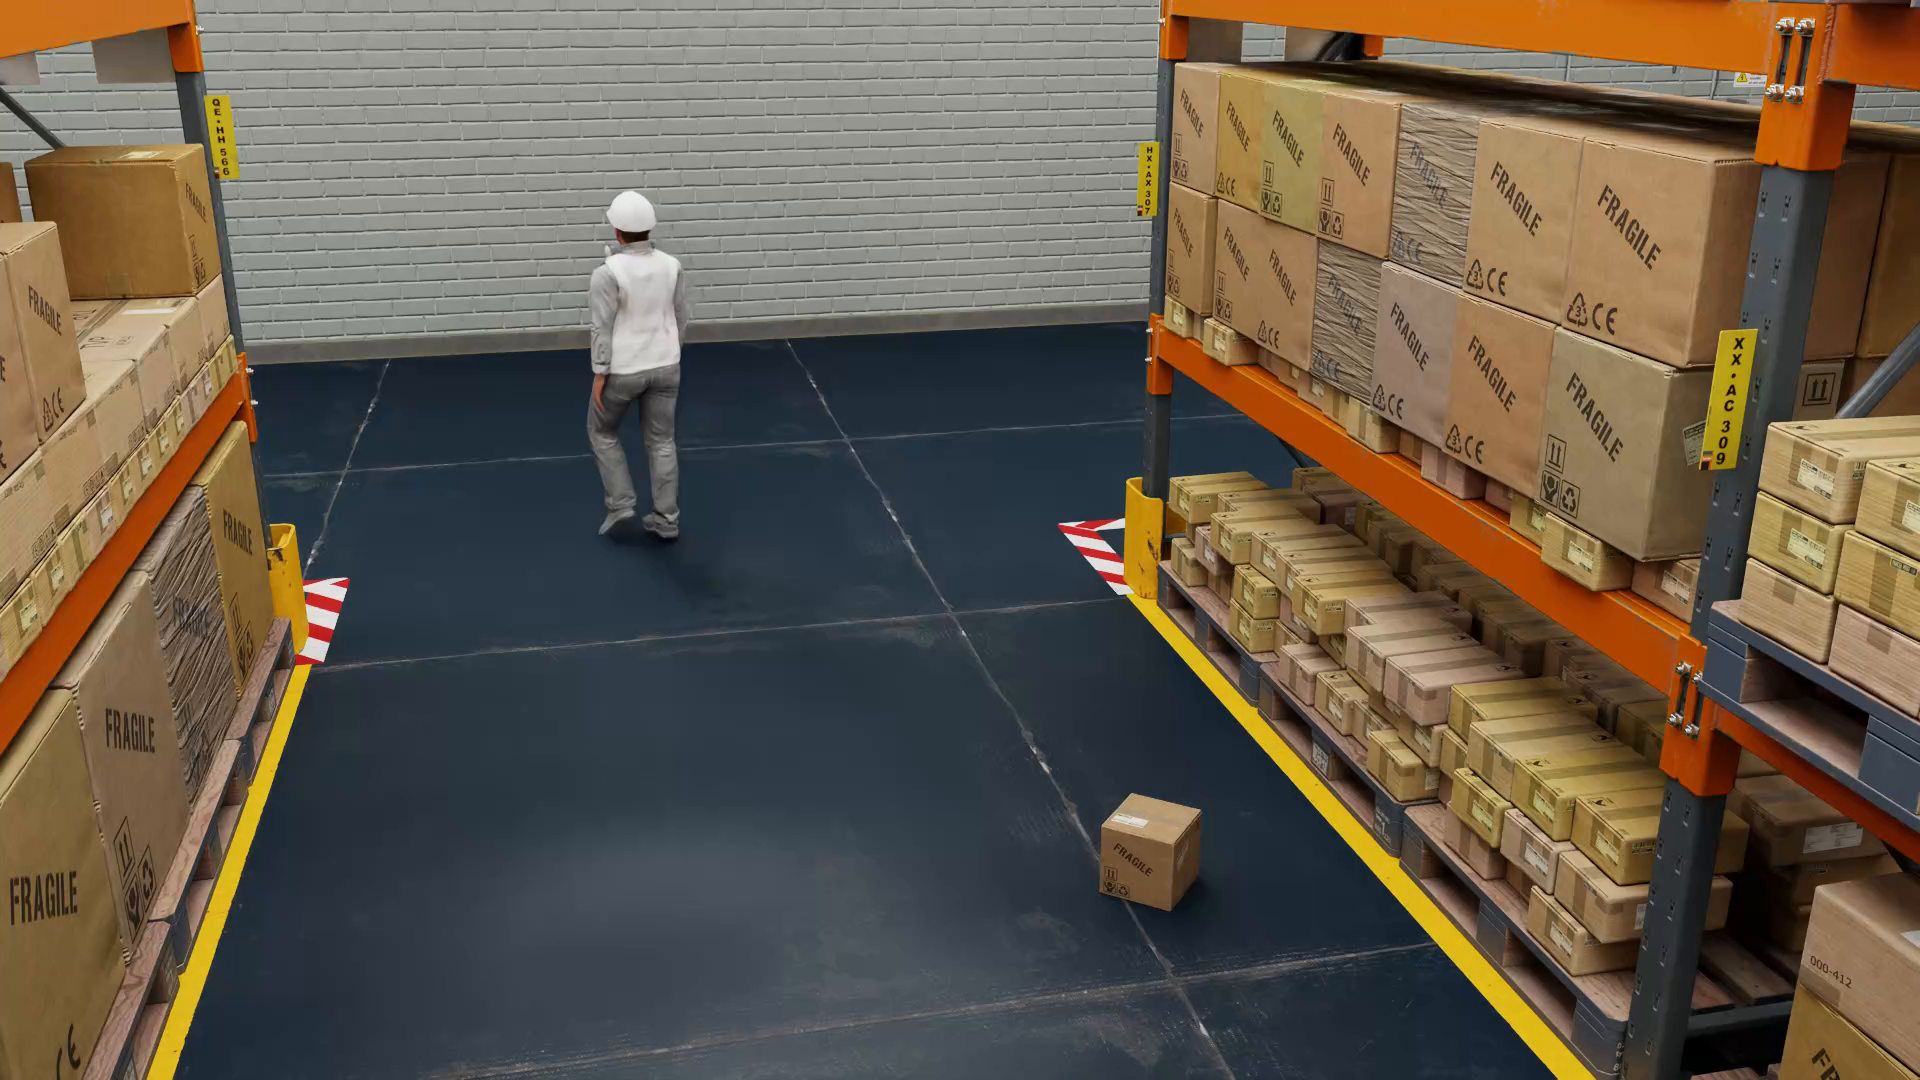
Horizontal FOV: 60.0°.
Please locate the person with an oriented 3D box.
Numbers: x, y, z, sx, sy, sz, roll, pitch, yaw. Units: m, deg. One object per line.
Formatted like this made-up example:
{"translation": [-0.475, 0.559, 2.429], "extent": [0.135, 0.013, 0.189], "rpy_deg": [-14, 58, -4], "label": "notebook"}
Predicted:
{"translation": [-1.644, -0.855, 8.480], "extent": [0.570, 1.837, 0.533], "rpy_deg": [-13, 23, -33], "label": "person"}
